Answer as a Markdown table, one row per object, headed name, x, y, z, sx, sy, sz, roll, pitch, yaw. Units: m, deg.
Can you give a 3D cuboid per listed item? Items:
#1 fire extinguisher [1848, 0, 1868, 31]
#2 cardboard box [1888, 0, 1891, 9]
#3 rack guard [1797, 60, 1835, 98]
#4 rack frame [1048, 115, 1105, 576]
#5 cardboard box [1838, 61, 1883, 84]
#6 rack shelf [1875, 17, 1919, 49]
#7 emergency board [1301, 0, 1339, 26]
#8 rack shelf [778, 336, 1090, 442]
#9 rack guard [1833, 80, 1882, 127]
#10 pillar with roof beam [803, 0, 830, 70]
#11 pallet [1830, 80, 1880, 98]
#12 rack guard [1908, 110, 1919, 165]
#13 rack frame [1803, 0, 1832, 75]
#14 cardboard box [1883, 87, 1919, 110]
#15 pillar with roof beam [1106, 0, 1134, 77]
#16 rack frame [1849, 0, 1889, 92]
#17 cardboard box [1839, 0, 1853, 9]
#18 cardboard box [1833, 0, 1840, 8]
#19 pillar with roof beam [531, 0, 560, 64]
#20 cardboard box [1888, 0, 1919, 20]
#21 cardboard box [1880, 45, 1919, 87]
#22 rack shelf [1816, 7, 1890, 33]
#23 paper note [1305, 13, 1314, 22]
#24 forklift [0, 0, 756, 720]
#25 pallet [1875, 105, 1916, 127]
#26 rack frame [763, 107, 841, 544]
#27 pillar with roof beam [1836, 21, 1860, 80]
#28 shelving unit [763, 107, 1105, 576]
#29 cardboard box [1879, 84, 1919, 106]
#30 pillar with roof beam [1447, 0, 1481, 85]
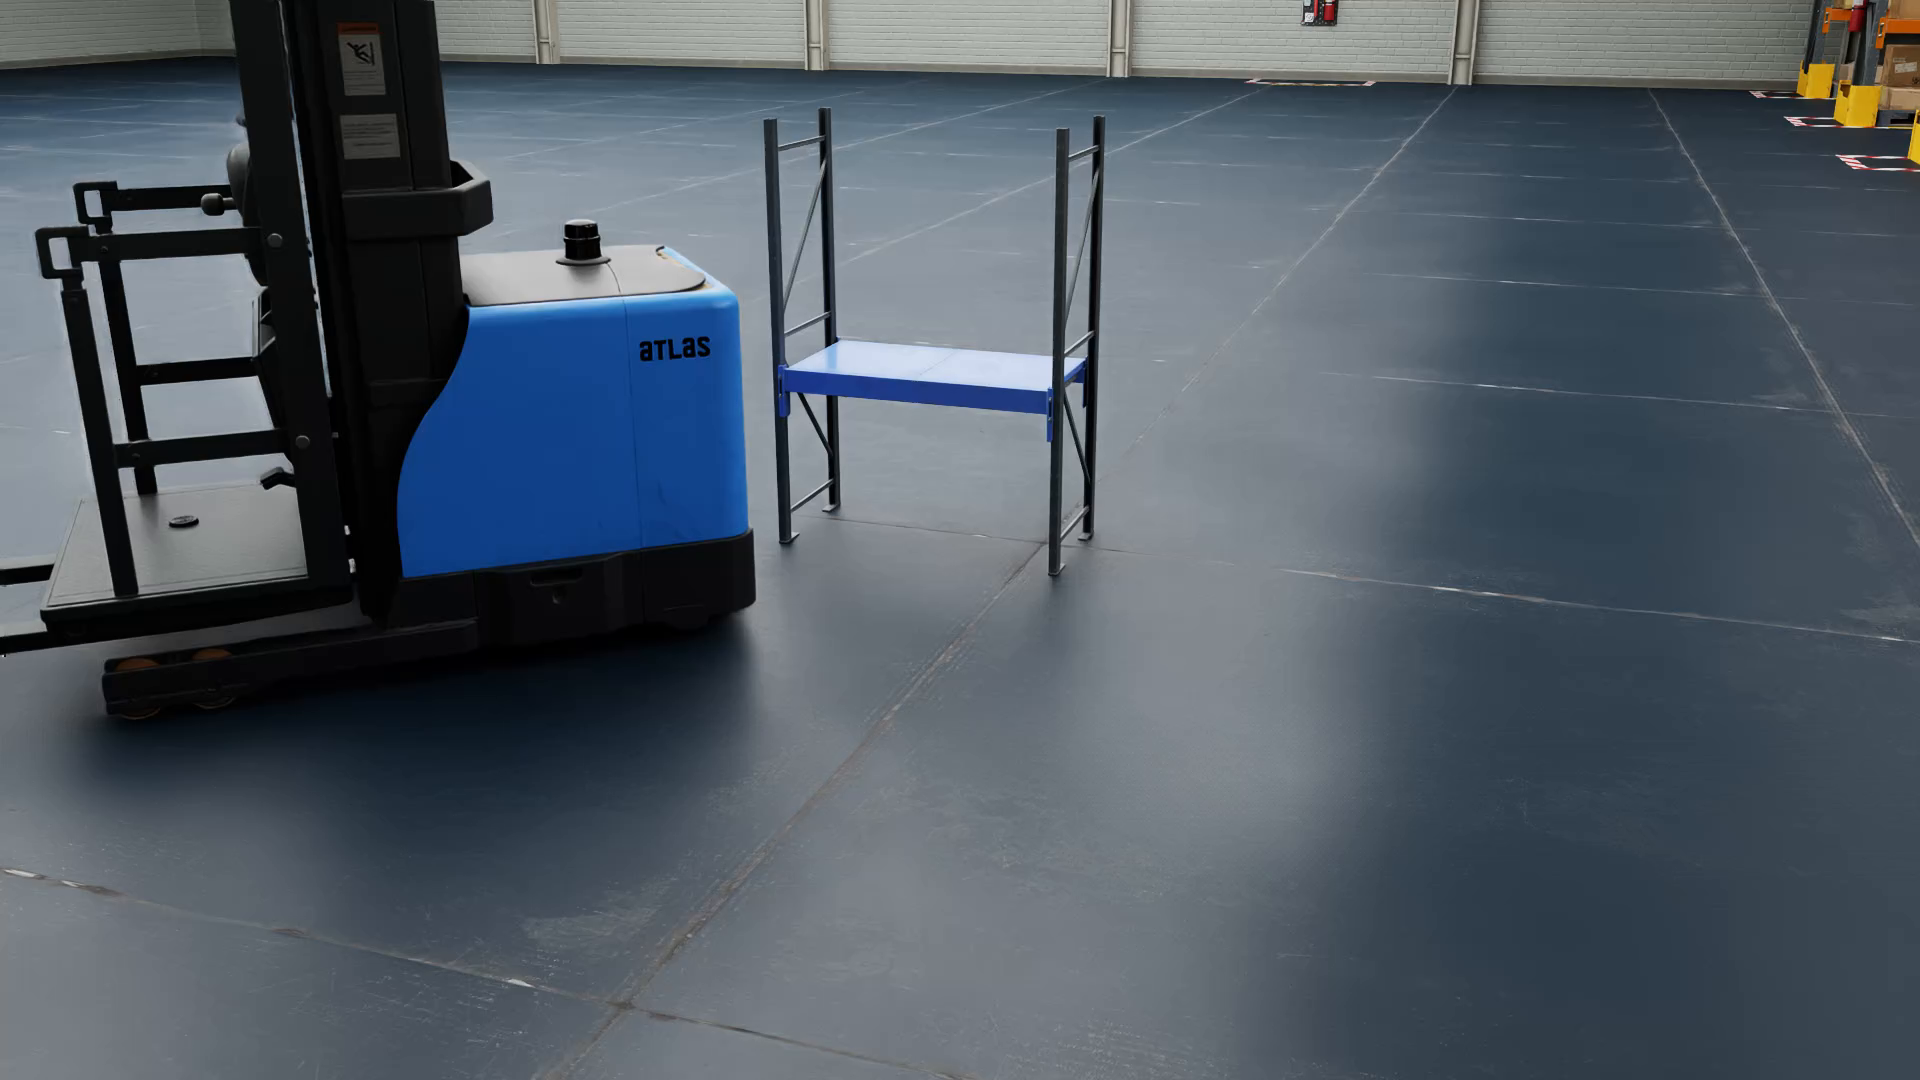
| name | x | y | z | sx | sy | sz | roll | pitch | yaw |
| --- | --- | --- | --- | --- | --- | --- | --- | --- | --- |
| fire extinguisher | 11.715 | -6.974 | 21.644 | 0.183 | 0.674 | 0.296 | 7 | 20 | 18 |
| cardboard box | 14.148 | -8.130 | 25.039 | 0.500 | 0.250 | 0.500 | 6 | 20 | 16 |
| rack guard | 13.368 | -7.206 | 25.988 | 0.348 | 0.500 | 1.175 | 7 | 20 | 18 |
| rack frame | 0.400 | -0.663 | 5.698 | 0.032 | 1.500 | 0.500 | 7 | 20 | 18 |
| cardboard box | 13.920 | -7.230 | 25.676 | 0.500 | 0.311 | 0.500 | 4 | 20 | 12 |
| rack shelf | 13.563 | -6.298 | 20.679 | 4.000 | 0.370 | 1.077 | 7 | 20 | 18 |
| emergency board | 6.251 | -9.514 | 28.814 | 0.643 | 1.169 | 0.194 | 7 | 20 | 18 |
| rack shelf | -0.081 | -0.548 | 5.915 | 1.000 | 0.185 | 0.538 | 7 | 20 | 18 |
| rack guard | 11.651 | -5.676 | 21.599 | 0.348 | 0.500 | 1.175 | 7 | 20 | 18 |
| pillar with roof beam | -4.175 | -12.026 | 26.905 | 0.400 | 9.000 | 9.100 | 7 | 20 | 18 |
| pallet | 14.124 | -6.970 | 25.753 | 1.213 | 0.211 | 1.003 | 7 | 20 | 18 |
| rack guard | 10.132 | -4.140 | 17.193 | 0.348 | 0.500 | 1.175 | 7 | 20 | 18 |
| rack frame | 13.296 | -8.394 | 25.600 | 0.127 | 3.000 | 1.000 | 7 | 20 | 18 |
| cardboard box | 12.107 | -5.626 | 21.199 | 0.500 | 0.250 | 0.500 | 7 | 20 | 18 |
| pillar with roof beam | 1.493 | -11.378 | 25.046 | 0.400 | 9.000 | 9.100 | 7 | 20 | 18 |
| rack frame | 11.674 | -6.854 | 21.181 | 0.127 | 3.000 | 1.000 | 7 | 20 | 18 |
| cardboard box | 13.653 | -8.181 | 25.187 | 0.500 | 0.250 | 0.500 | 6 | 20 | 16 |
| cardboard box | 13.801 | -8.343 | 25.650 | 0.500 | 0.250 | 0.500 | 7 | 20 | 19 |
| pillar with roof beam | -9.843 | -12.674 | 28.765 | 0.400 | 9.000 | 9.100 | 7 | 20 | 18 |
| cardboard box | 12.111 | -6.846 | 21.008 | 0.500 | 0.500 | 0.700 | 7 | 20 | 18 |
| cardboard box | 12.278 | -6.142 | 21.540 | 0.500 | 0.500 | 0.500 | 7 | 20 | 18 |
| rack shelf | 15.185 | -7.838 | 25.099 | 4.000 | 0.370 | 1.077 | 7 | 20 | 18 |
| paper note | 6.107 | -9.139 | 29.076 | 0.142 | 0.148 | 0.016 | 7 | 20 | 18 |
| forklift | -2.221 | -1.080 | 4.721 | 3.031 | 2.935 | 1.130 | -7 | 21 | -20 |
| pallet | 12.410 | -5.467 | 21.440 | 1.213 | 0.211 | 1.003 | 7 | 20 | 18 |
| rack frame | -0.561 | -0.772 | 6.013 | 0.032 | 1.500 | 0.500 | 7 | 20 | 18 |
| pillar with roof beam | 12.828 | -10.082 | 21.328 | 0.400 | 9.000 | 9.100 | 7 | 20 | 18 |
| shelving unit | -0.081 | -0.717 | 5.856 | 1.048 | 1.500 | 0.538 | 7 | 20 | 18 |
| cardboard box | 12.277 | -5.787 | 21.661 | 0.500 | 0.250 | 0.500 | 7 | 20 | 18 |
| pillar with roof beam | 7.161 | -10.730 | 23.187 | 0.400 | 9.000 | 9.100 | 7 | 20 | 18 |
